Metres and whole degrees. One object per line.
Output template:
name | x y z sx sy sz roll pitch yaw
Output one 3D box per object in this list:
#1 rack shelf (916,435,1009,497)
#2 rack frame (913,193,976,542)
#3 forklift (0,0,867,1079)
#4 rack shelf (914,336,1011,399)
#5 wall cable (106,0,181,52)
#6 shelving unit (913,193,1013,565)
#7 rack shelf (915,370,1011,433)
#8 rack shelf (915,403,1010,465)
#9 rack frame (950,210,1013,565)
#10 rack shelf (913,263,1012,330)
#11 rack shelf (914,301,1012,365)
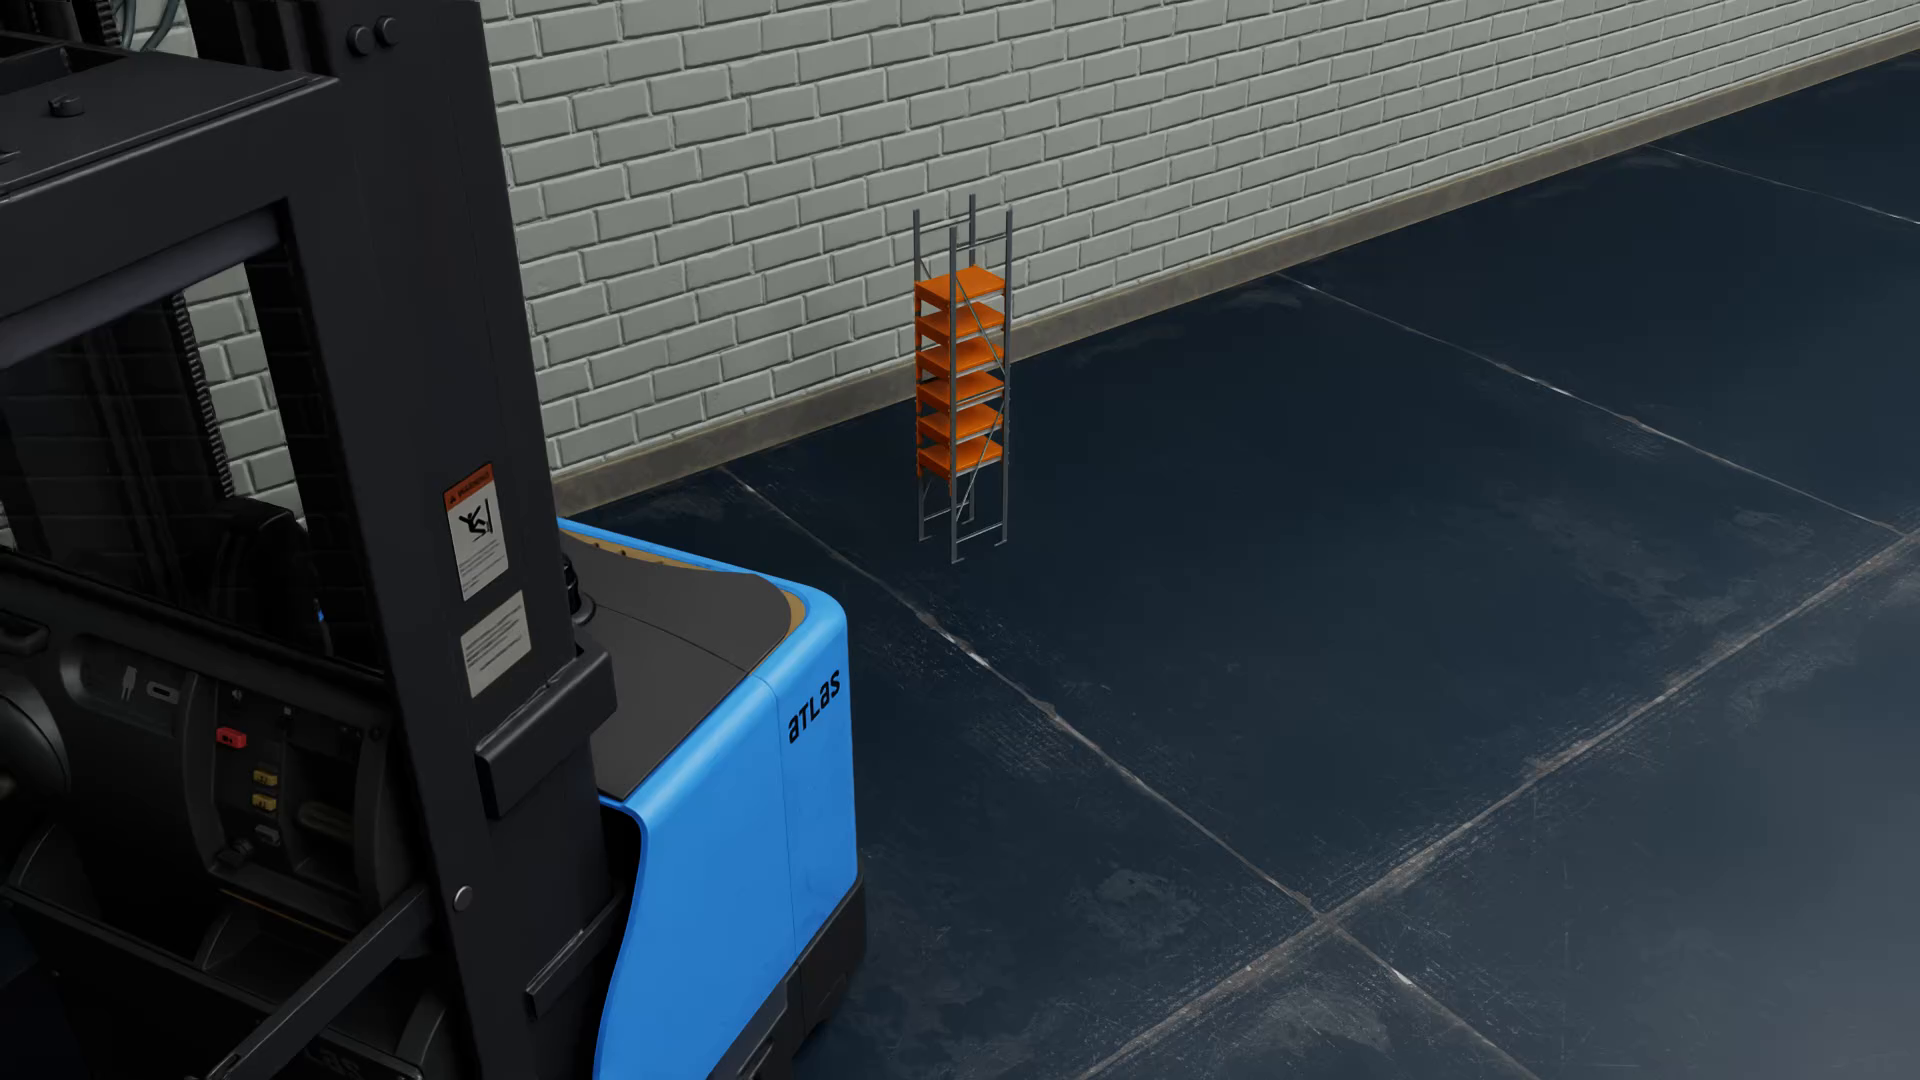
rack shelf | 0.009 -0.262 5.574 0.258 0.103 0.180 -22 38 -31
rack frame | -0.047 -0.542 5.485 0.240 1.200 0.006 -22 38 -31
forklift | -1.318 0.373 2.371 1.130 2.935 3.031 14 35 22
rack shelf | 0.009 -0.568 5.384 0.258 0.103 0.180 -22 38 -31
wall cable | -3.232 -1.818 3.092 3.097 2.526 0.112 -22 38 -31
shelving unit | 0.009 -0.504 5.424 0.258 1.200 0.189 -22 38 -31
rack shelf | 0.009 -0.466 5.447 0.258 0.103 0.180 -22 38 -31
rack shelf | 0.009 -0.364 5.510 0.258 0.103 0.180 -22 38 -31
rack frame | 0.065 -0.466 5.362 0.240 1.200 0.006 -22 38 -31
rack shelf | 0.009 -0.772 5.257 0.258 0.103 0.180 -22 38 -31
rack shelf | 0.009 -0.670 5.321 0.258 0.103 0.180 -22 38 -31
